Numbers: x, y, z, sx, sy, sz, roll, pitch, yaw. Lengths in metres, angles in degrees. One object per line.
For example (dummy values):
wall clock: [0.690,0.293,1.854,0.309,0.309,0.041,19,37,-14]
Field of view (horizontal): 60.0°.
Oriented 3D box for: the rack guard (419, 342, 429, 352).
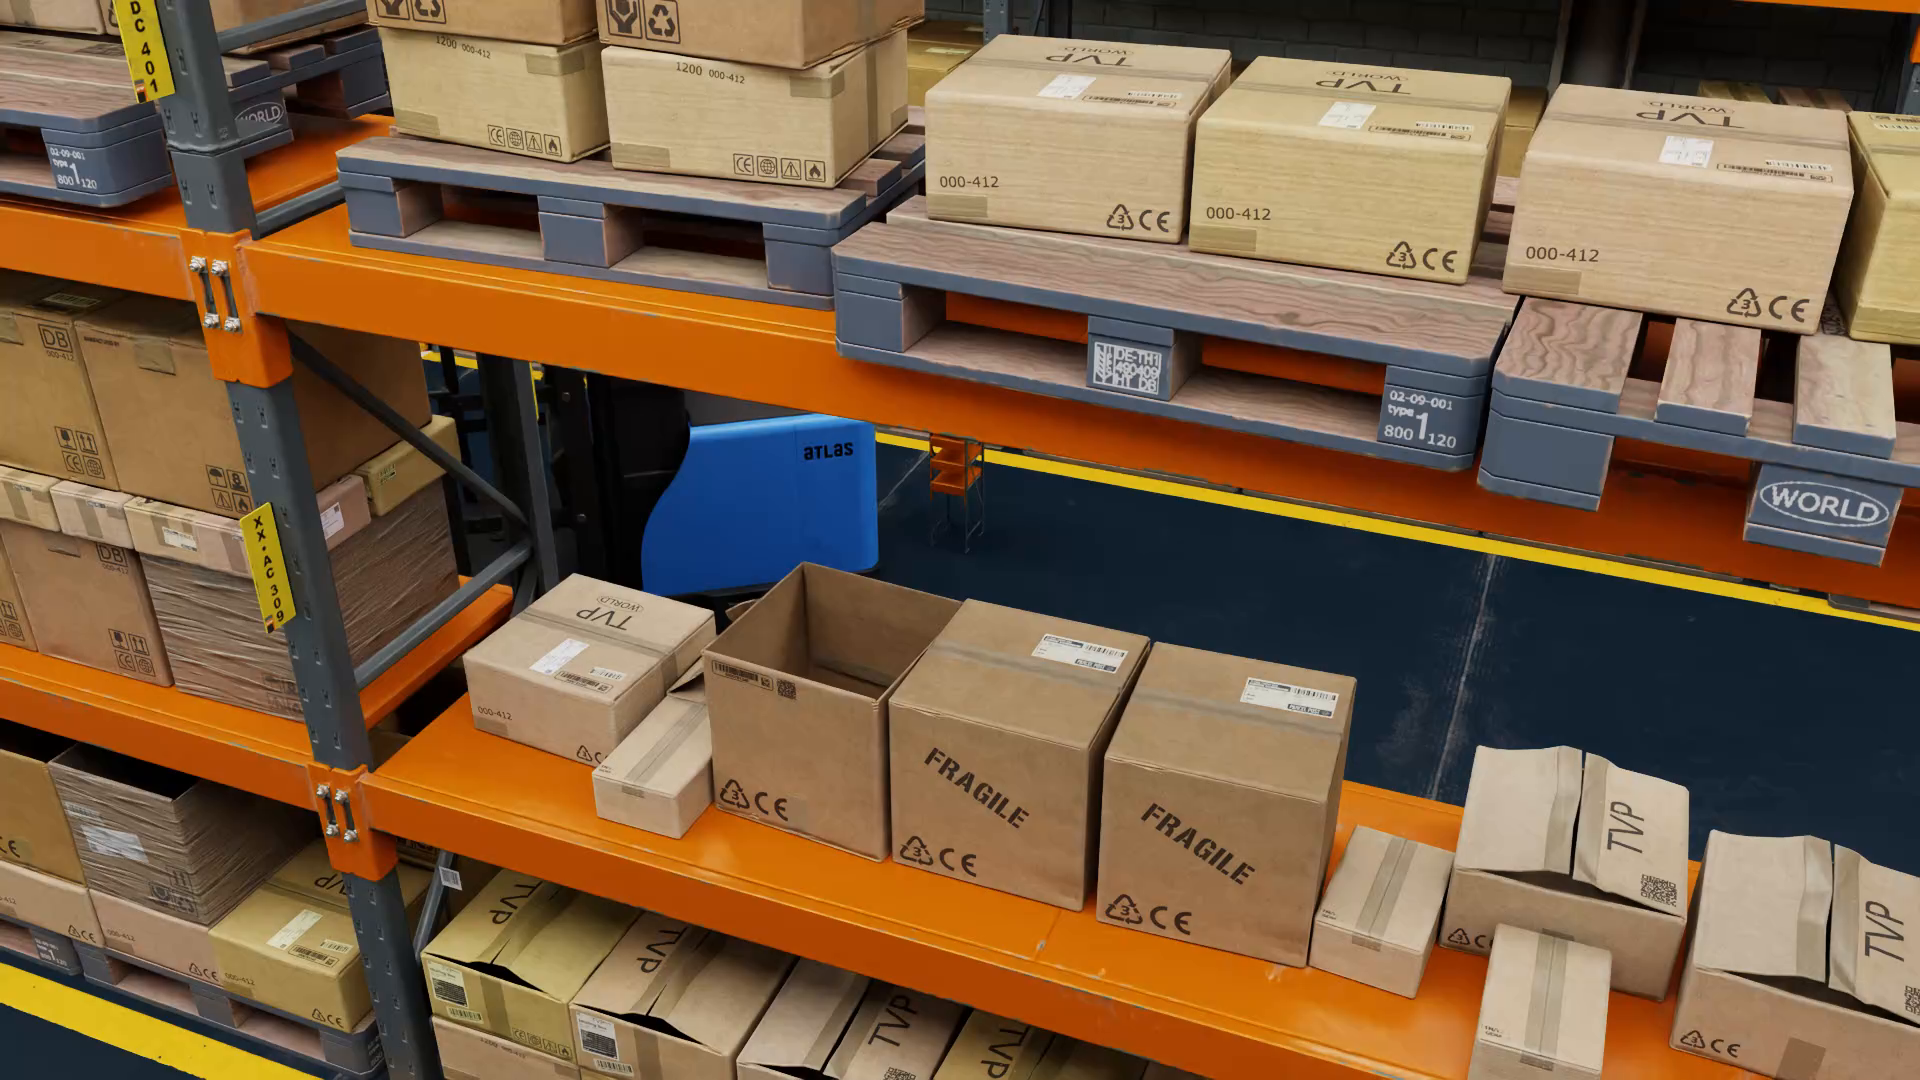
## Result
rack guard: [-3.281,-1.668,10.693,0.348,0.500,1.175,11,31,19]

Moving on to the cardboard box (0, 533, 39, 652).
cardboard box: [-2.872,-0.083,5.246,0.500,0.500,0.700,12,32,20]

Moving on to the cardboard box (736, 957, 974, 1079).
cardboard box: [-0.273,1.380,4.558,0.500,0.311,0.500,10,31,17]

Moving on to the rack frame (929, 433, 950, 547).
rack frame: [-0.098,-0.542,7.989,0.006,1.200,0.240,11,31,19]

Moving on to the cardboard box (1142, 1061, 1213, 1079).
cardboard box: [0.674,1.567,4.227,0.500,0.311,0.500,11,31,19]

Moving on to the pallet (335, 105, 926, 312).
pallet: [-0.682,-0.836,3.827,1.217,0.209,0.805,10,31,17]

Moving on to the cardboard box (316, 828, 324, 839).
cardboard box: [-2.281,0.925,5.933,0.500,0.250,0.500,11,31,19]

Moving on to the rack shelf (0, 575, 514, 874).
rack shelf: [-3.357,0.173,5.627,4.000,0.370,1.077,11,31,19]

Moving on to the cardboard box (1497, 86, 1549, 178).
cardboard box: [2.459,-1.828,7.887,0.500,0.500,0.700,11,31,19]

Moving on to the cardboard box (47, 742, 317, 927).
cardboard box: [-2.475,0.833,5.333,0.500,0.500,0.500,11,31,19]

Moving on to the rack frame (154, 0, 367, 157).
rack frame: [-1.504,-2.382,3.320,0.127,3.000,1.000,11,31,19]

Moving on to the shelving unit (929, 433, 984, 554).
shelving unit: [-0.013,-0.525,7.959,0.189,1.200,0.258,11,31,19]

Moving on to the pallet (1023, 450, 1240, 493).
pallet: [1.077,-0.673,9.226,1.213,0.211,1.003,11,31,19]

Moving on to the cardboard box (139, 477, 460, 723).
cardboard box: [-1.918,0.107,4.911,0.500,0.500,0.700,10,31,18]

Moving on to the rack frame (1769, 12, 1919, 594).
rack frame: [4.061,-1.290,7.484,0.127,3.000,1.000,11,31,19]

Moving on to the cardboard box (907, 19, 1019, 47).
cardboard box: [-0.002,-2.482,8.963,0.500,0.500,0.500,11,31,18]

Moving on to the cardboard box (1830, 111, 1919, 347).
cardboard box: [1.761,-0.512,2.785,0.500,0.250,0.500,9,31,15]

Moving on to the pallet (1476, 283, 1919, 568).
pallet: [1.540,-0.339,2.945,1.003,0.211,1.213,13,32,21]

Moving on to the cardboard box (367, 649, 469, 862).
cardboard box: [-1.816,0.689,5.589,0.500,0.500,0.500,11,31,19]

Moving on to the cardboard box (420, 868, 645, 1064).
cardboard box: [-1.215,1.189,4.895,0.500,0.311,0.500,11,31,19]

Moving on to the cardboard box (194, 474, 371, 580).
cardboard box: [-1.837,-0.049,4.528,0.250,0.149,0.380,11,31,19]

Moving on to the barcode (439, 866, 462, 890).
barcode: [-1.424,0.945,4.647,0.075,0.075,0.001,11,31,19]

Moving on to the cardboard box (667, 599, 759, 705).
cardboard box: [-0.620,0.367,4.689,0.258,0.266,0.396,11,31,18]

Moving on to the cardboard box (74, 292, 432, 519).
cardboard box: [-1.918,-0.458,4.592,0.500,0.500,0.700,11,31,19]

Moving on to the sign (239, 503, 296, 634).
sign: [-1.711,0.071,4.115,0.005,0.325,0.100,11,31,19]

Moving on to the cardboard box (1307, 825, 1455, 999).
cardboard box: [0.999,0.869,3.920,0.250,0.149,0.380,14,32,23]

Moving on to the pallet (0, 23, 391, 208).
pallet: [-2.304,-1.184,4.338,1.213,0.211,1.003,11,31,19]

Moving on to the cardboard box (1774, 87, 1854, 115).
cardboard box: [3.730,-1.858,7.280,0.250,0.149,0.380,7,30,13]

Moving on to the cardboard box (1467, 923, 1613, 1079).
cardboard box: [1.265,1.038,3.620,0.250,0.149,0.380,11,31,19]

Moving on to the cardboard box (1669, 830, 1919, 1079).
cardboard box: [1.882,0.921,3.663,0.500,0.311,0.500,13,32,22]

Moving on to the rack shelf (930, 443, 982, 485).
rack shelf: [-0.013,-0.382,8.040,0.180,0.103,0.258,11,31,19]

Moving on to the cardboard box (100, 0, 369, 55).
cardboard box: [-1.872,-1.577,4.273,0.500,0.500,0.500,14,32,23]

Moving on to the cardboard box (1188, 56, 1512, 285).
cardboard box: [0.742,-0.712,3.138,0.500,0.250,0.500,11,31,18]

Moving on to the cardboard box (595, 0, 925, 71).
cardboard box: [-0.411,-1.294,3.405,0.500,0.500,0.500,14,33,24]

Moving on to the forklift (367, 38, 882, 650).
forklift: [-1.926,-0.941,6.936,3.031,2.935,1.130,-7,30,-12]

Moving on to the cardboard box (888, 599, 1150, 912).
cardboard box: [0.154,0.525,4.170,0.500,0.500,0.500,11,31,19]

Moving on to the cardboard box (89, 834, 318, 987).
cardboard box: [-2.476,1.160,5.516,0.500,0.250,0.500,11,31,19]

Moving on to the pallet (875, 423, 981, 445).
pallet: [-0.281,-0.924,9.671,1.213,0.211,1.003,11,31,19]

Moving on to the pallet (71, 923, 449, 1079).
pallet: [-2.225,1.277,5.776,1.213,0.211,1.003,11,31,19]

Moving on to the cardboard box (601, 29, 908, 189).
cardboard box: [-0.427,-0.975,3.604,0.500,0.250,0.500,8,31,14]

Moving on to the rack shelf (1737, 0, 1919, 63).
rack shelf: [2.208,-2.653,7.577,4.000,0.370,1.077,11,31,19]

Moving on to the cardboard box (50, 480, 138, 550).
cardboard box: [-2.309,-0.143,4.694,0.250,0.149,0.380,10,31,18]

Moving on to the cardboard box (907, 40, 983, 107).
cardboard box: [-0.200,-2.246,8.546,0.500,0.500,0.500,11,31,19]

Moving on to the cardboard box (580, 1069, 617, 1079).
cardboard box: [-0.750,1.526,4.869,0.500,0.250,0.500,12,32,20]

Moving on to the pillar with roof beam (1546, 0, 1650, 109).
pillar with roof beam: [1.563,-2.574,3.658,0.400,9.000,9.100,11,31,19]
